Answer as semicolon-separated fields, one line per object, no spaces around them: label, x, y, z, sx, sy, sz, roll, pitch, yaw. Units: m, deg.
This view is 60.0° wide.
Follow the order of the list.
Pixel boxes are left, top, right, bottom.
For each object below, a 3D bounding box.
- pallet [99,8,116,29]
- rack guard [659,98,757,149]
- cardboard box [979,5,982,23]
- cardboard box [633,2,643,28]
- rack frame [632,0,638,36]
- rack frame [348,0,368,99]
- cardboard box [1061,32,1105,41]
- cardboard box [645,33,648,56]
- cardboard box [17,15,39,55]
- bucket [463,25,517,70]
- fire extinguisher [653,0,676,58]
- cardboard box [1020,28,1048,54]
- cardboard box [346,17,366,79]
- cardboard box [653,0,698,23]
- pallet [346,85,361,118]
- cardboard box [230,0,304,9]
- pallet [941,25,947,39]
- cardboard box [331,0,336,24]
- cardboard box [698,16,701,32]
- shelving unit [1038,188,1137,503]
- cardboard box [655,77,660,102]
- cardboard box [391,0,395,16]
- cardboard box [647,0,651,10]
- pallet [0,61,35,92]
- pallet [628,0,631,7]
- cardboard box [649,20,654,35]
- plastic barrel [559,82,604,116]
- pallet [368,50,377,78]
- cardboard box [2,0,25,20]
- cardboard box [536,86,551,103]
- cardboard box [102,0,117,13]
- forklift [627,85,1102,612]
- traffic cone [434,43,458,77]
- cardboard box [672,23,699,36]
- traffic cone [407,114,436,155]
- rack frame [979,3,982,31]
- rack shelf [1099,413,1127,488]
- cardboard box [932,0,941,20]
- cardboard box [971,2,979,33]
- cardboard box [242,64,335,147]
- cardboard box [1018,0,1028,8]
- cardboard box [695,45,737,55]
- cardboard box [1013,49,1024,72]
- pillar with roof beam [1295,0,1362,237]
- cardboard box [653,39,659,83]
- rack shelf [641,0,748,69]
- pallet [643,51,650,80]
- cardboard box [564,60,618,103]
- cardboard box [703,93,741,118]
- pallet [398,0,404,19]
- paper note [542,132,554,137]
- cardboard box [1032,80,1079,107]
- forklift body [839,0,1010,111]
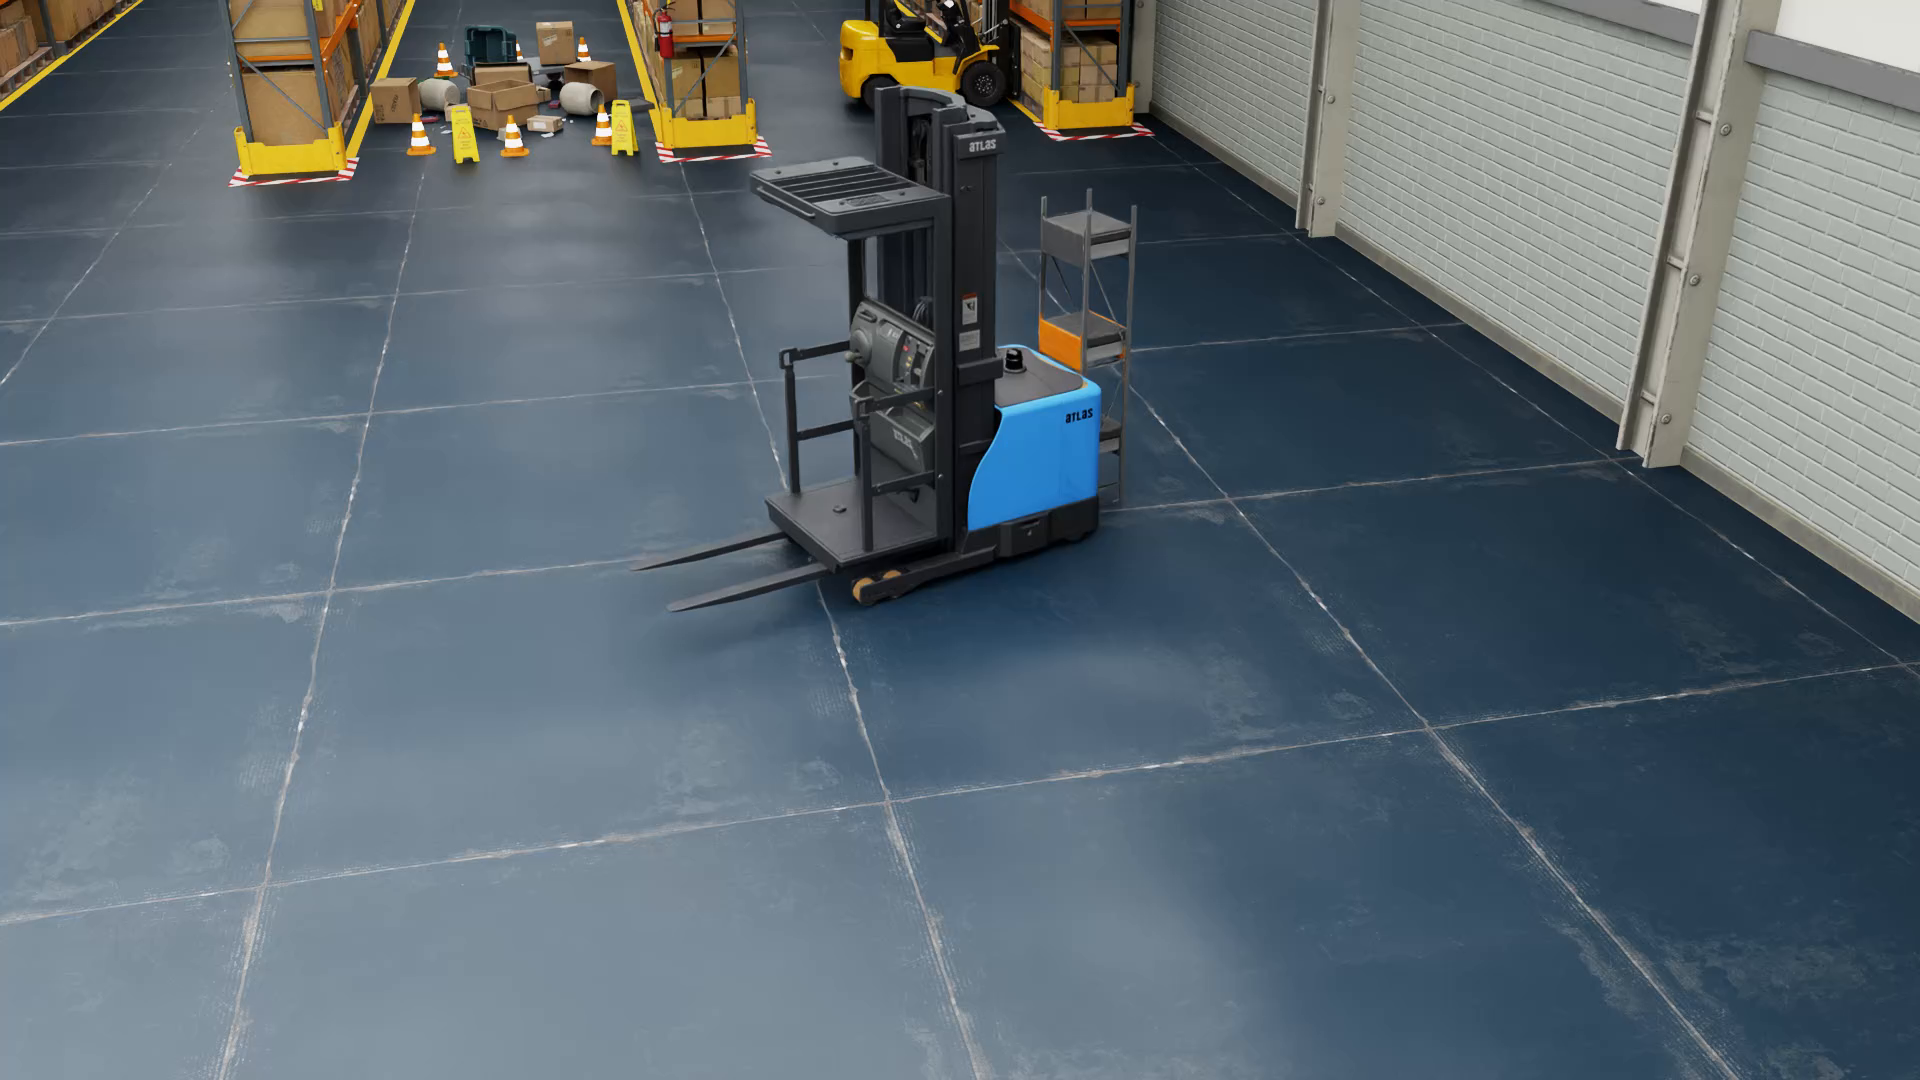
pallet;-15.261;-9.016;28.726;1.003;0.211;1.213;-6;27;-12
rack guard;-3.166;-5.248;20.939;1.175;0.500;0.348;-6;27;-12
cardboard box;0.589;-7.754;24.607;0.500;0.250;0.500;-6;27;-12
cardboard box;-4.834;-8.608;27.272;0.950;0.372;0.625;-8;28;-15
rack frame;-4.951;-9.843;27.268;1.000;3.000;0.127;-6;27;-12
rack frame;-8.850;-7.540;22.705;1.000;3.000;0.127;-6;27;-12
cardboard box;1.647;-6.692;22.501;0.500;0.250;0.500;-6;27;-12
cardboard box;-4.171;-7.331;24.742;0.950;0.372;0.625;-6;27;-11
cardboard box;-14.436;-7.625;25.160;0.700;0.500;0.500;-7;28;-14
bucket;-6.573;-6.931;23.446;0.726;0.611;0.620;3;17;6
fire extinguisher;-3.572;-6.199;20.135;0.296;0.674;0.183;-6;27;-12
cardboard box;1.035;-6.857;22.829;0.500;0.250;0.500;-6;27;-11
cardboard box;-9.077;-6.986;23.639;1.050;0.750;0.750;-6;27;-12
cardboard box;-3.539;-6.718;20.637;0.500;0.500;0.500;-6;27;-13
pallet;-8.755;-5.953;22.656;1.003;0.211;1.213;-6;27;-12
cardboard box;-7.994;-6.499;19.280;0.875;0.550;0.550;-6;27;-12
pallet;0.303;-8.204;27.115;1.003;0.211;1.213;-6;27;-12
cardboard box;-8.385;-6.735;20.945;0.875;0.550;0.500;-6;27;-12
cardboard box;-3.094;-6.498;20.920;0.380;0.149;0.250;-6;27;-11
shelving unit;0.838;-1.262;11.266;0.431;2.100;0.503;-16;31;-29
cardboard box;-3.825;-6.076;22.390;0.500;0.250;0.500;-7;28;-13
cardboard box;-9.899;-9.149;28.202;0.500;0.500;0.500;-7;28;-13
cardboard box;-4.012;-7.241;22.393;0.380;0.149;0.250;-6;27;-11
pallet;-14.160;-6.714;24.164;1.003;0.211;1.213;-6;27;-12
pallet;-5.605;-10.023;30.719;1.003;0.211;1.213;-6;27;-12
cardboard box;-4.029;-6.980;22.630;0.380;0.149;0.250;-4;27;-9
plastic barrel;-5.089;-5.934;22.382;0.512;0.421;0.421;13;30;24
pallet;-9.376;-7.162;25.053;1.003;0.211;1.213;-6;27;-12
cardboard box;-14.426;-7.960;24.993;0.500;0.250;0.500;-5;27;-9
cardboard box;-5.957;-6.291;23.265;0.396;0.266;0.258;19;32;32
cardboard box;-15.344;-9.552;28.585;1.225;0.875;0.875;-6;27;-11
forklift;-0.597;-1.175;10.172;3.031;2.935;1.130;-16;31;-28
traffic cone;-7.681;-7.149;24.747;0.336;0.463;0.334;-6;27;-12
cardboard box;-3.441;-6.361;20.649;0.380;0.149;0.250;-5;27;-10
traffic cone;-6.685;-5.028;20.545;0.336;0.463;0.334;-6;27;-12
rack frame;0.785;-8.592;24.791;1.000;3.000;0.127;-6;27;-12
rack shelf;0.838;-0.624;11.587;0.431;0.518;0.480;-16;31;-29
cardboard box;0.011;-9.200;28.165;0.875;0.625;0.625;-5;27;-10
cardboard box;0.657;-7.948;25.683;0.875;0.625;0.625;-5;27;-9
cardboard box;-8.166;-5.314;20.187;0.875;0.875;0.875;-6;27;-11
cardboard box;1.096;-7.524;22.563;0.500;0.500;0.500;-6;27;-13
cardboard box;-3.189;-6.247;21.898;0.500;0.500;0.500;-7;28;-14
cardboard box;1.033;-6.647;22.968;0.500;0.250;0.500;-7;28;-13
pillar with roof beam;-0.434;-6.841;14.662;9.100;9.000;0.400;-6;27;-12
cardboard box;-3.811;-6.402;22.204;0.500;0.500;0.500;-7;28;-13
rack shelf;-3.599;-6.887;22.212;1.077;0.370;4.000;-6;27;-12
pallet;-4.227;-7.183;25.094;1.003;0.211;1.213;-6;27;-12
cardboard box;-5.134;-6.363;23.146;0.500;0.500;0.500;13;30;24
cardboard box;-3.061;-5.673;21.592;0.500;0.250;0.500;-6;27;-12
pallet;-10.476;-9.465;29.615;1.003;0.211;1.213;-6;27;-12
paper note;-5.301;-5.218;21.401;0.148;0.019;0.142;-16;31;-29
cardboard box;1.273;-5.970;22.182;0.500;0.250;0.500;-6;27;-11
forklift body;-0.518;-7.105;22.785;2.313;2.155;1.214;-6;27;-12
